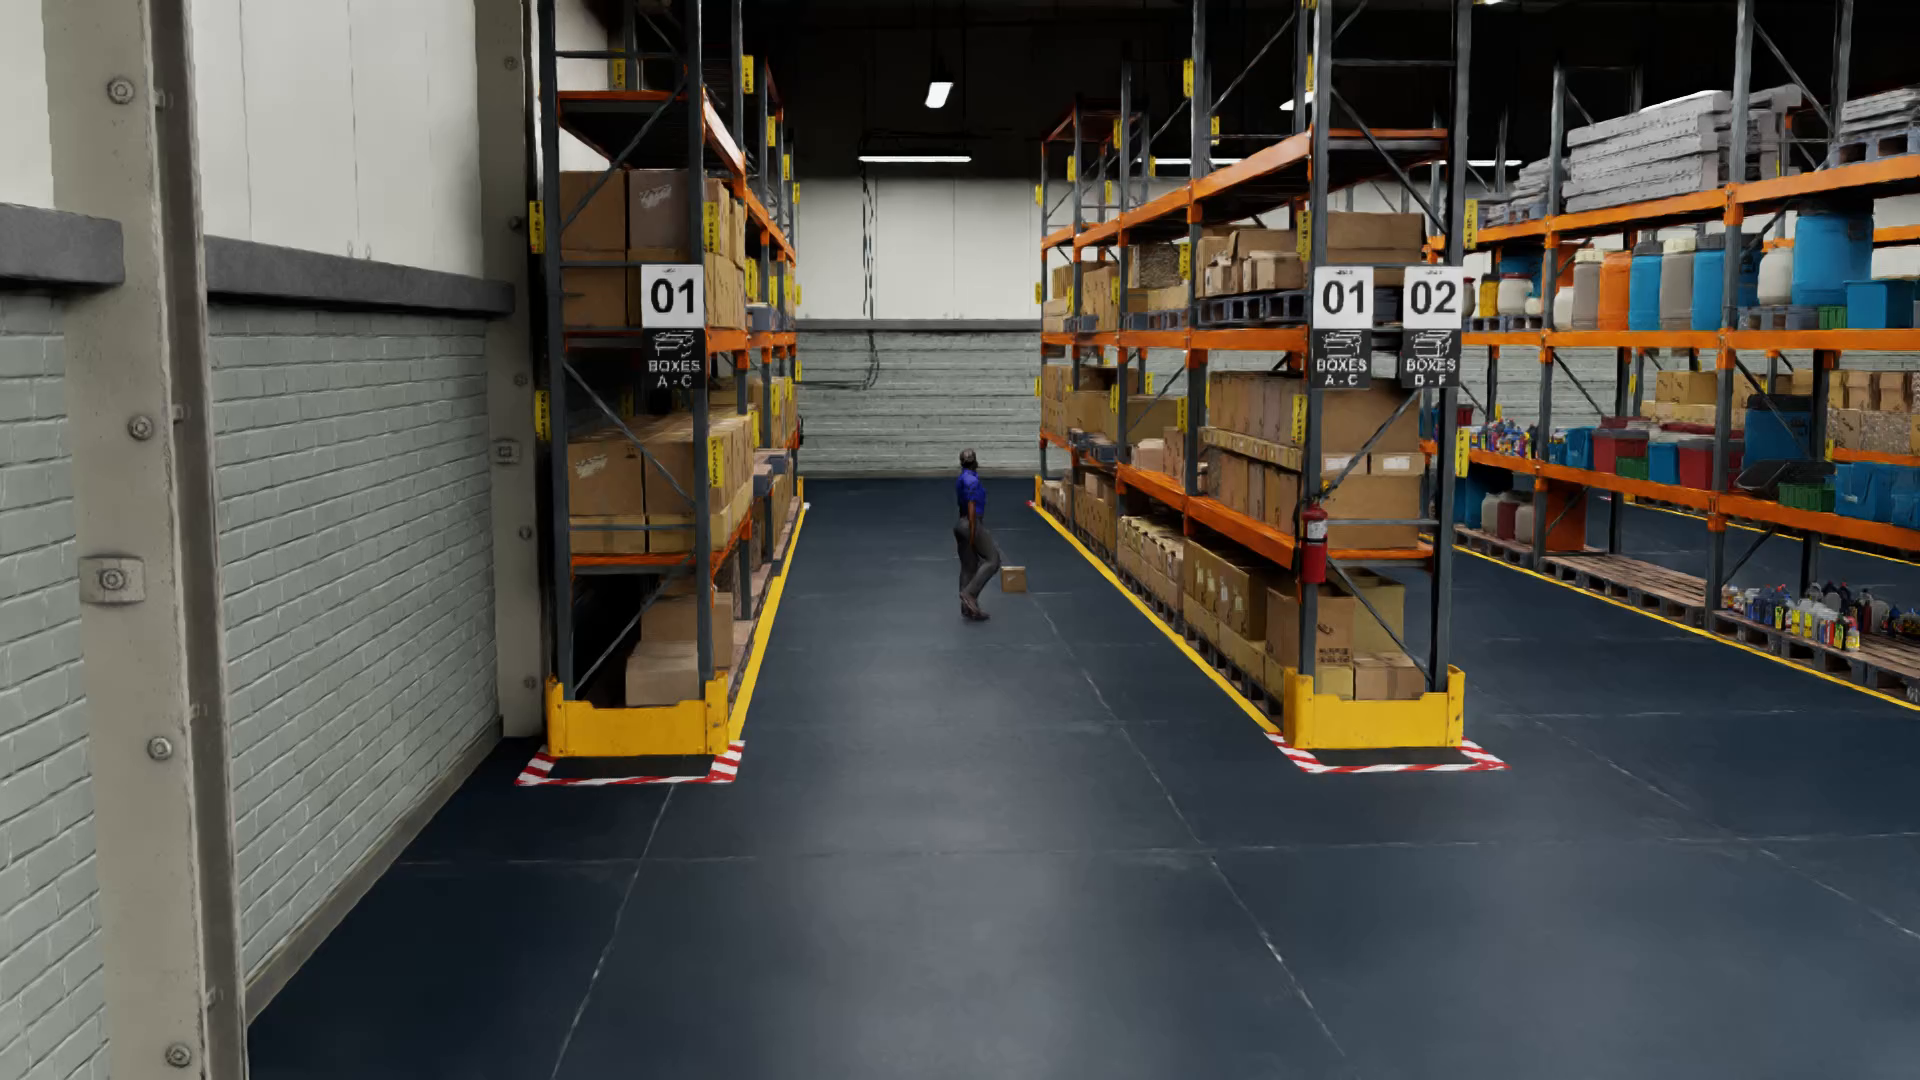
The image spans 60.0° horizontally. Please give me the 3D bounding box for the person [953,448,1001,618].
[{"bbox_3d":[0.168,-0.068,16.272,0.427,1.650,0.663,-1,7,-10],"label":"person"}]
